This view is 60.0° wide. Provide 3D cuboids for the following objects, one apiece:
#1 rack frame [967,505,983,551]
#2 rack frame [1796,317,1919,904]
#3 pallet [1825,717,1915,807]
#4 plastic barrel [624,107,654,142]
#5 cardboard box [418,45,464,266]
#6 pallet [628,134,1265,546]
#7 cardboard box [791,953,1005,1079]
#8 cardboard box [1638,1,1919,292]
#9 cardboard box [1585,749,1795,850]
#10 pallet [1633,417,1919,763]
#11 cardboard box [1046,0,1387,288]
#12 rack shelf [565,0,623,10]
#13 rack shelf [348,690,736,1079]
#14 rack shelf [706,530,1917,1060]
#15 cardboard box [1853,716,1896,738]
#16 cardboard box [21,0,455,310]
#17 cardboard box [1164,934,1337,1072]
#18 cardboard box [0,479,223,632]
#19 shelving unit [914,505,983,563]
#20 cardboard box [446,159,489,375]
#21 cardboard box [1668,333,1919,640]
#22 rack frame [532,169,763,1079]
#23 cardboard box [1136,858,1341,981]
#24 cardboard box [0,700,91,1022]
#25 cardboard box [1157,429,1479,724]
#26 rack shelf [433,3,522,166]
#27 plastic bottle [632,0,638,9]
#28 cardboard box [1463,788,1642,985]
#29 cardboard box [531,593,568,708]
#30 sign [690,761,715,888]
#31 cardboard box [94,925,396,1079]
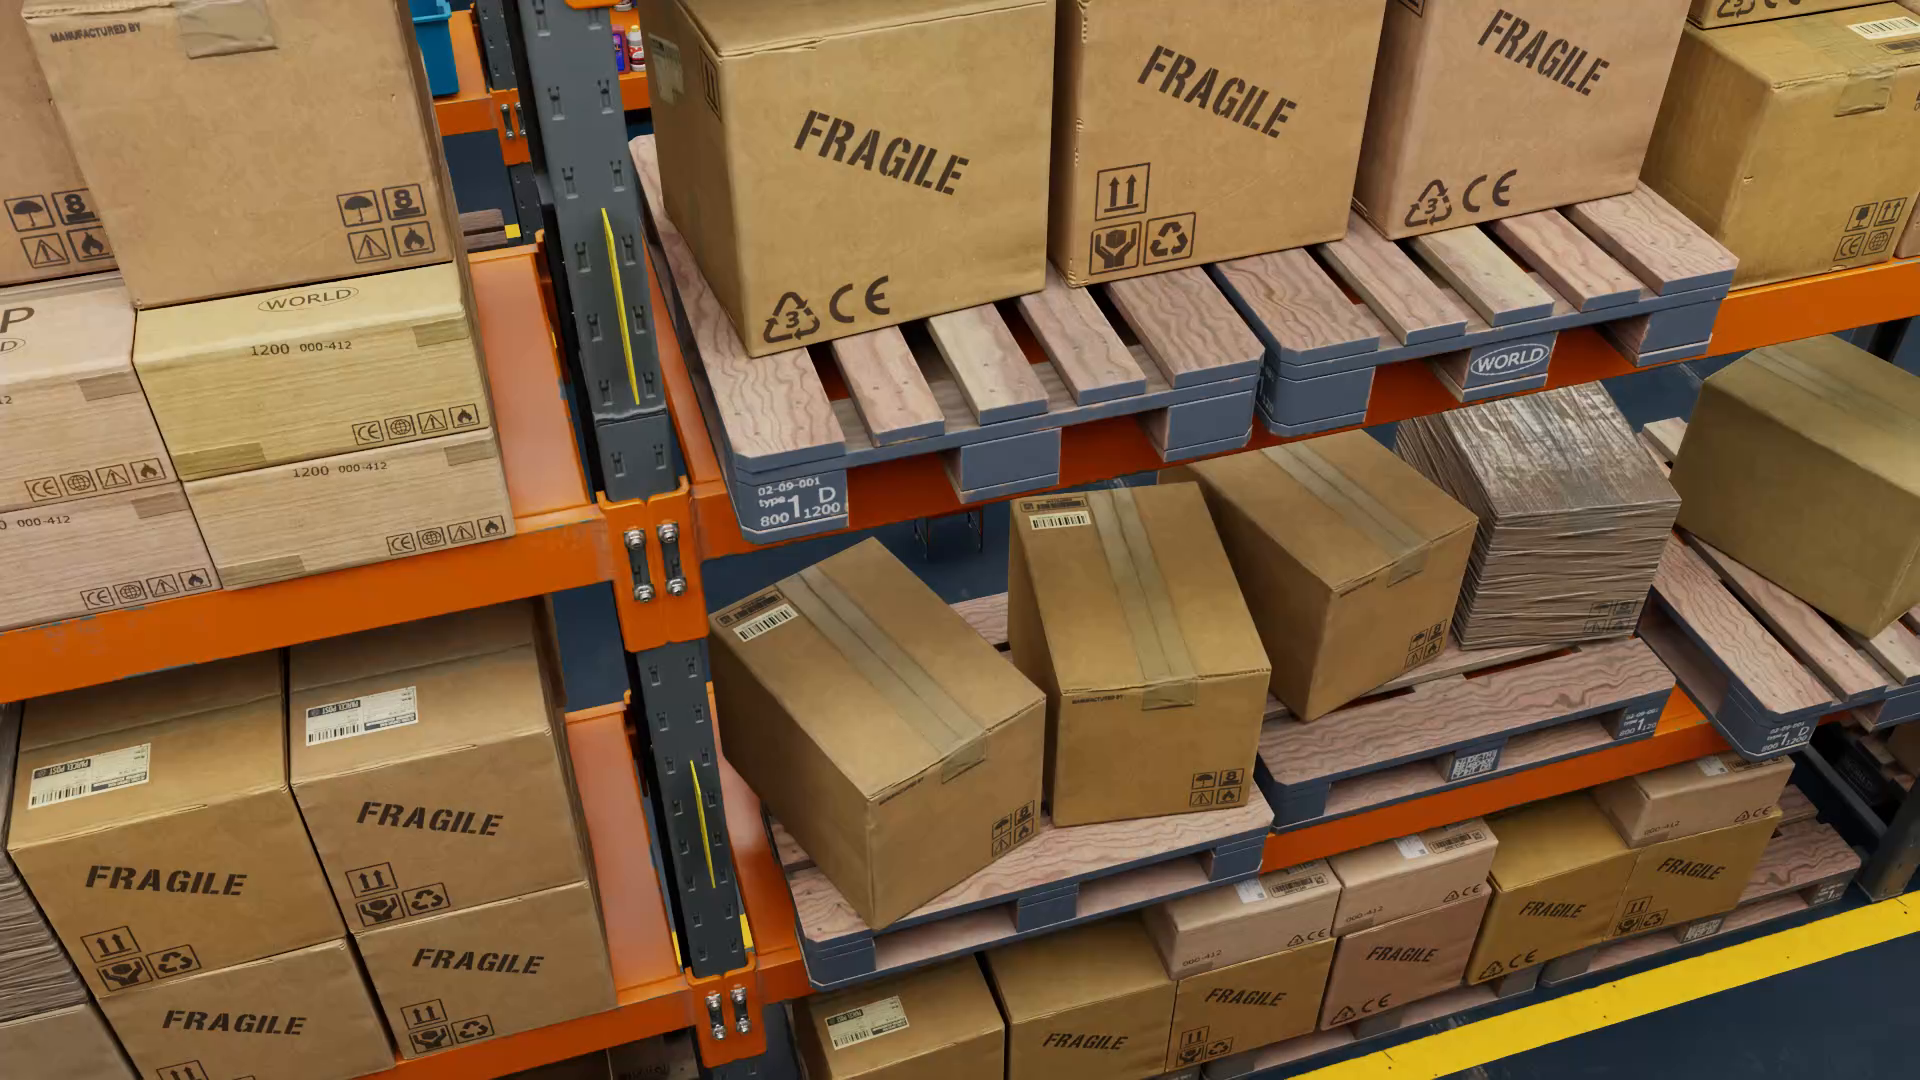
[{"bbox_3d":[0.065,-0.409,6.920,0.008,1.050,0.200,-12,42,-13],"label":"rack frame"},{"bbox_3d":[3.087,-0.186,5.183,0.127,3.000,1.000,-12,42,-13],"label":"rack frame"},{"bbox_3d":[3.884,0.726,6.258,1.213,0.211,1.003,-12,42,-13],"label":"pallet"},{"bbox_3d":[-1.688,-1.969,8.500,0.708,0.901,0.600,-12,42,-13],"label":"plastic barrel"},{"bbox_3d":[-1.266,-0.716,3.244,0.500,0.250,0.500,-12,42,-13],"label":"cardboard box"},{"bbox_3d":[-0.085,-0.539,3.450,1.003,0.211,1.213,-12,42,-13],"label":"pallet"},{"bbox_3d":[-0.193,1.438,4.890,0.500,0.500,0.500,-14,43,-15],"label":"cardboard box"},{"bbox_3d":[1.699,-1.042,3.807,0.500,0.500,0.910,-12,42,-13],"label":"cardboard box"},{"bbox_3d":[2.213,0.654,5.218,0.500,0.250,0.500,-10,42,-11],"label":"cardboard box"},{"bbox_3d":[2.462,0.065,5.042,1.003,0.211,1.213,-12,42,-13],"label":"pallet"},{"bbox_3d":[0.405,-0.958,3.315,0.600,0.600,0.600,-12,43,-14],"label":"cardboard box"},{"bbox_3d":[1.180,-1.628,3.125,4.000,0.370,1.077,-12,42,-13],"label":"rack shelf"},{"bbox_3d":[-2.635,1.271,4.062,4.000,0.370,1.077,-12,42,-13],"label":"rack shelf"},{"bbox_3d":[1.180,0.481,4.967,4.000,0.370,1.077,-12,42,-13],"label":"rack shelf"},{"bbox_3d":[3.516,0.435,6.243,0.500,0.250,0.500,-11,42,-12],"label":"cardboard box"},{"bbox_3d":[-1.180,-0.819,2.792,0.500,0.500,0.700,-12,42,-13],"label":"cardboard box"},{"bbox_3d":[0.791,1.231,5.126,0.500,0.500,0.500,-11,42,-13],"label":"cardboard box"},{"bbox_3d":[-1.592,-0.113,2.934,0.500,0.250,0.500,-12,42,-13],"label":"cardboard box"},{"bbox_3d":[-0.051,-0.385,6.893,0.252,1.050,0.215,-12,42,-13],"label":"shelving unit"},{"bbox_3d":[-1.266,-0.527,3.408,0.500,0.250,0.500,-12,42,-13],"label":"cardboard box"},{"bbox_3d":[2.521,-0.186,4.788,0.500,0.500,0.700,-26,48,-27],"label":"cardboard box"},{"bbox_3d":[-0.728,0.605,4.278,0.127,3.000,1.000,-12,42,-13],"label":"rack frame"},{"bbox_3d":[0.761,0.958,4.869,0.500,0.250,0.500,-12,42,-13],"label":"cardboard box"},{"bbox_3d":[-2.101,0.656,3.384,0.500,0.500,0.500,-11,42,-13],"label":"cardboard box"},{"bbox_3d":[0.939,0.021,4.551,0.500,0.500,0.700,-22,46,-24],"label":"cardboard box"},{"bbox_3d":[-4.120,-1.838,7.621,4.000,0.370,1.077,-12,42,-13],"label":"rack shelf"},{"bbox_3d":[-1.585,-2.811,8.281,0.135,0.276,0.152,-12,42,-13],"label":"plastic bottle"},{"bbox_3d":[1.772,1.024,5.363,0.500,0.500,0.500,-13,43,-15],"label":"cardboard box"},{"bbox_3d":[-1.262,0.107,4.011,0.500,0.500,0.500,-11,42,-12],"label":"cardboard box"},{"bbox_3d":[-0.558,0.618,3.605,0.005,0.325,0.100,-12,42,-13],"label":"sign"},{"bbox_3d":[-1.619,0.930,3.830,0.500,0.500,0.500,-11,42,-12],"label":"cardboard box"}]
